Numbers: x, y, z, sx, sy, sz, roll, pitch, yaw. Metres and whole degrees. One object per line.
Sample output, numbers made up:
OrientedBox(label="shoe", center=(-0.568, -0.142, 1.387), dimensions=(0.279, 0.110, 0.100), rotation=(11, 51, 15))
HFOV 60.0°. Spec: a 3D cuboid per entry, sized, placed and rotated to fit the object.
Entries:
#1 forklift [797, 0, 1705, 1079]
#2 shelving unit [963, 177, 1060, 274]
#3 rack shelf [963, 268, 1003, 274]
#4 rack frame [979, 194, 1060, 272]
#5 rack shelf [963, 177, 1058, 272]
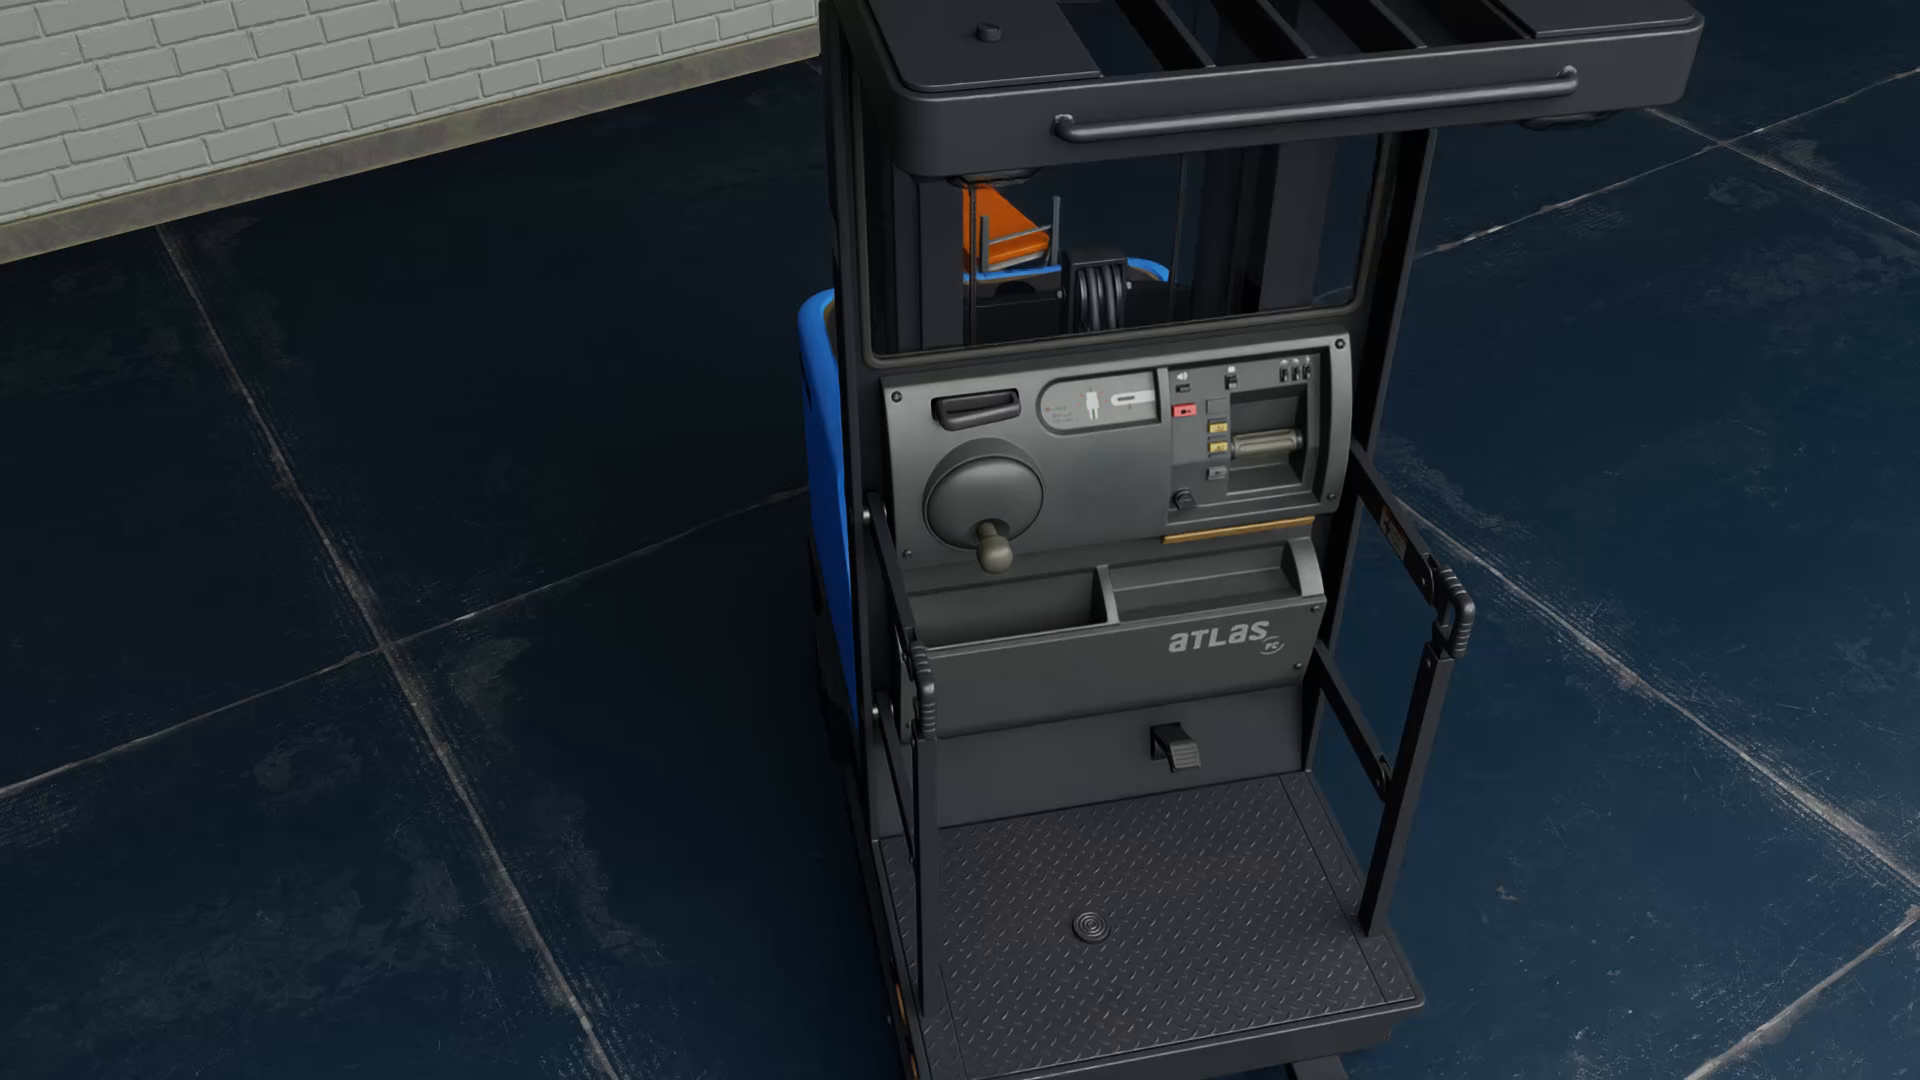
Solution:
OrientedBox(label="forklift", center=(0.363, -0.097, 3.077), dimensions=(1.130, 2.935, 3.031), rotation=(-8, 40, -9))
OrientedBox(label="shelving unit", center=(0.044, -0.572, 4.999), dimensions=(0.258, 1.200, 0.503), rotation=(-19, 43, -22))
OrientedBox(label="rack shelf", center=(0.044, -0.692, 4.899), dimensions=(0.258, 0.148, 0.480), rotation=(-19, 43, -22))
OrientedBox(label="rack frame", center=(0.160, -0.435, 4.835), dimensions=(0.240, 1.200, 0.015), rotation=(-19, 43, -22))
OrientedBox(label="rack shelf", center=(0.044, -0.874, 4.748), dimensions=(0.258, 0.148, 0.480), rotation=(-19, 43, -22))
